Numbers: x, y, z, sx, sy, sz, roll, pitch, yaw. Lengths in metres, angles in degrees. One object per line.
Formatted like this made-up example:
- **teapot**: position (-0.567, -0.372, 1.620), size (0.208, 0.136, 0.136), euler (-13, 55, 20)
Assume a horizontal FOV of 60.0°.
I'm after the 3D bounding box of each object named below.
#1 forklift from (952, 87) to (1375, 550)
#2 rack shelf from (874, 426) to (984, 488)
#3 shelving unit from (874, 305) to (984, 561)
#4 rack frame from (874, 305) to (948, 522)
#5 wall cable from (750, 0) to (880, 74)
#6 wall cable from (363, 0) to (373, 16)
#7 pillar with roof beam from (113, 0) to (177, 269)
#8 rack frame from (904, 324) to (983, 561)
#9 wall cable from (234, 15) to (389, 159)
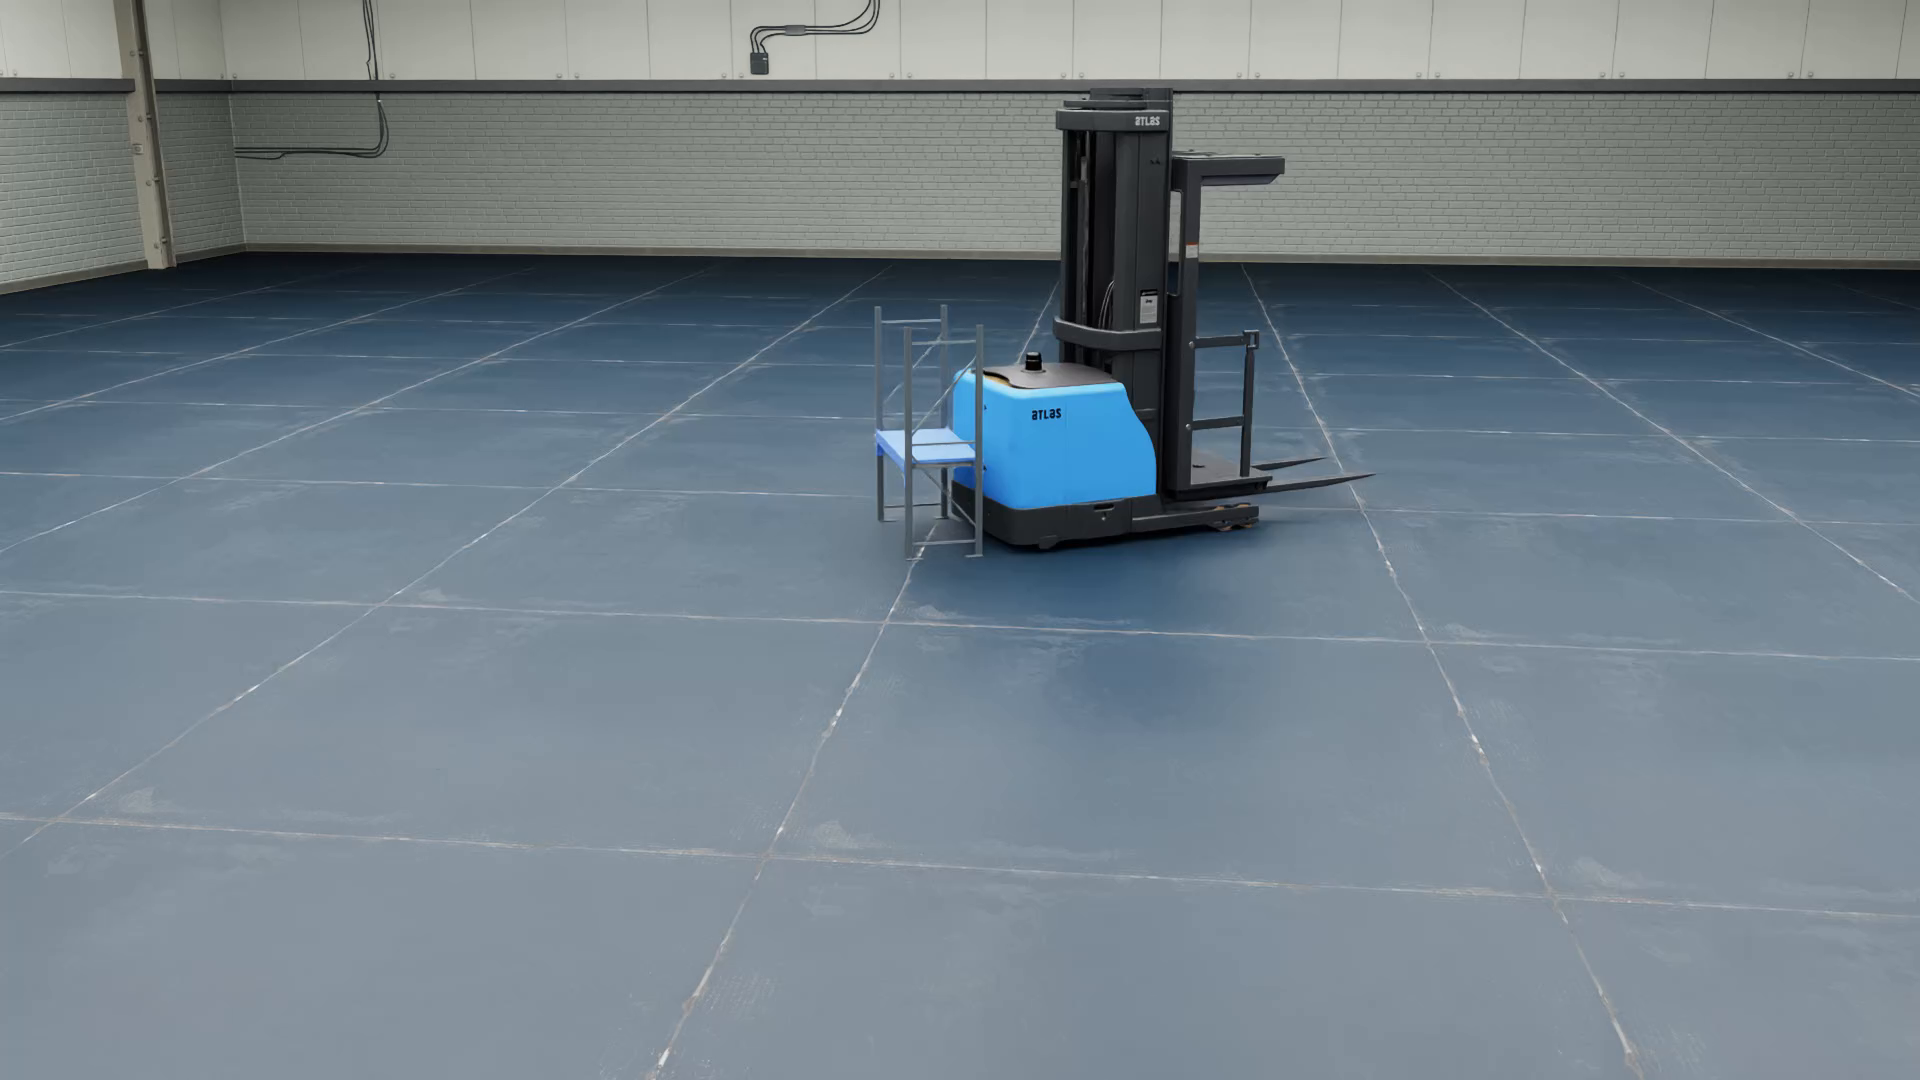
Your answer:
- **forklift**: position (1.502, -1.592, 11.433), size (3.031, 2.935, 1.130), euler (-7, 17, -24)
- **rack shelf**: position (-0.218, -0.562, 11.057), size (0.538, 0.185, 1.000), euler (-3, 16, -13)
- **shelving unit**: position (-0.218, -0.736, 11.010), size (0.538, 1.500, 1.048), euler (-3, 16, -13)
- **rack frame**: position (-0.333, -0.865, 11.488), size (0.500, 1.500, 0.032), euler (-3, 16, -13)
- **wall cable**: position (-2.533, -11.075, 28.366), size (2.305, 6.003, 0.169), euler (2, 15, 6)
- **wall cable**: position (-9.276, -10.577, 29.311), size (3.097, 2.526, 0.112), euler (2, 15, 6)
- **pillar with roof beam**: position (-9.332, -8.865, 26.709), size (9.100, 9.000, 0.400), euler (2, 15, 6)
- **rack frame**: position (-0.103, -0.607, 10.532), size (0.500, 1.500, 0.032), euler (-3, 16, -13)
- **wall cable**: position (-11.964, -8.218, 30.265), size (3.097, 2.526, 0.112), euler (2, 15, 6)
